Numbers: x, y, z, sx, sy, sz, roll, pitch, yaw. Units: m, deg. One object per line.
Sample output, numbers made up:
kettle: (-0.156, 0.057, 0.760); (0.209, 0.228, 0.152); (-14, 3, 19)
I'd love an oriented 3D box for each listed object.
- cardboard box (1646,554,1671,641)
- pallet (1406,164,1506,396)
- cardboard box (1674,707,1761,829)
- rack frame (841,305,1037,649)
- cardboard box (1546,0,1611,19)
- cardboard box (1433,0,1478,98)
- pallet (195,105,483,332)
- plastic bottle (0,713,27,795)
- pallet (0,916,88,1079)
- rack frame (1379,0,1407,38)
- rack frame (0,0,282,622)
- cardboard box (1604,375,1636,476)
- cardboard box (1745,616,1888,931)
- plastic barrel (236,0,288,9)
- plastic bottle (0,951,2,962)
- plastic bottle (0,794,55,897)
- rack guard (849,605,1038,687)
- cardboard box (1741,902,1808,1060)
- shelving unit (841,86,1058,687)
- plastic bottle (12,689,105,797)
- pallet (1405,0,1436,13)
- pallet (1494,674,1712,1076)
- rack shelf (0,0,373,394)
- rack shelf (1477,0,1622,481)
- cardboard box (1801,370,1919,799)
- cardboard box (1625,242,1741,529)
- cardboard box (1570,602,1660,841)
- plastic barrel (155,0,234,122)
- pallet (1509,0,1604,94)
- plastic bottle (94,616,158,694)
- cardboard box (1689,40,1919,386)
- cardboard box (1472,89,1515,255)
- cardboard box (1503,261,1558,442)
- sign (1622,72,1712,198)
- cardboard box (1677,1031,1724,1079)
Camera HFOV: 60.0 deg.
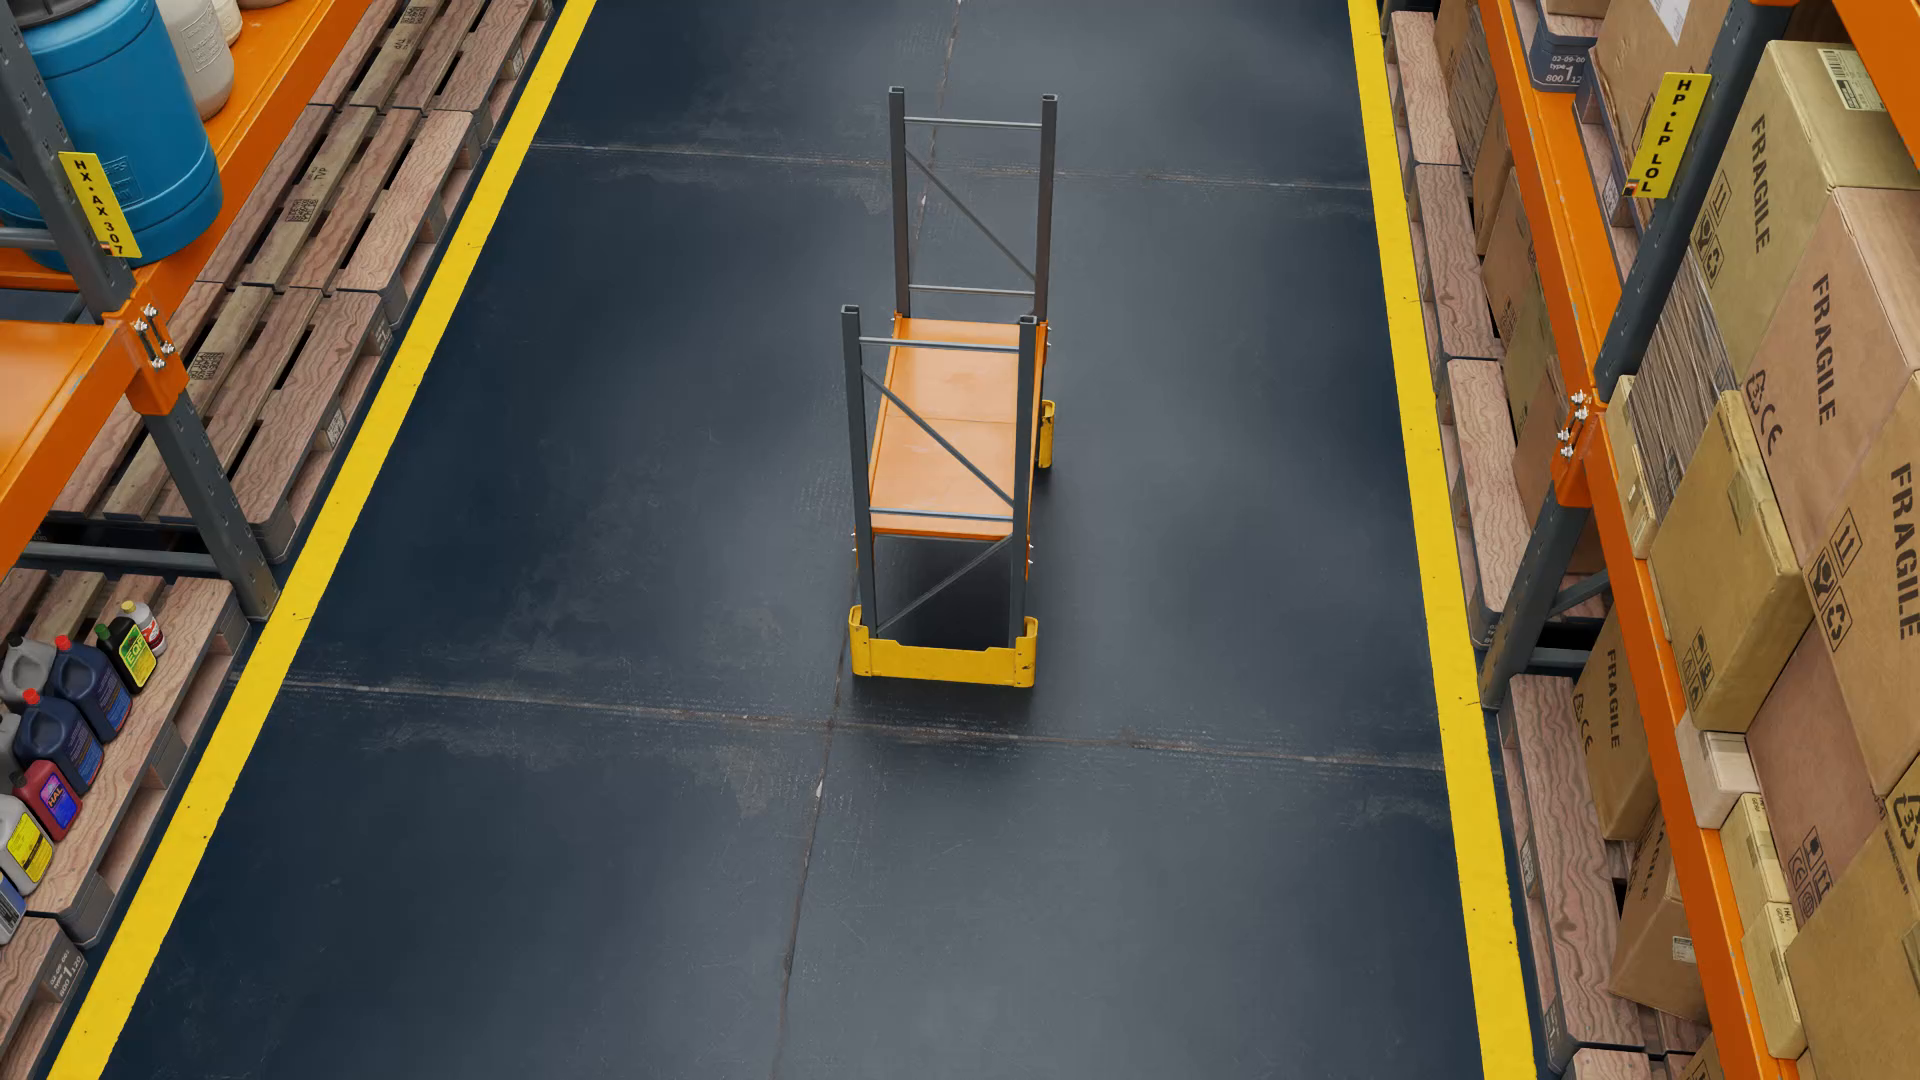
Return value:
cardboard box: (1.802, 0.104, 3.792); (0.380, 0.149, 0.250); (4, 48, 4)
pallet: (2.330, -1.017, 6.537); (1.003, 0.211, 1.213); (4, 48, 4)
cardboard box: (1.724, 0.469, 3.458); (0.380, 0.149, 0.250); (4, 48, 4)
rack frame: (-0.054, -0.070, 4.798); (0.500, 1.500, 0.032); (4, 48, 4)
cardboard box: (2.218, -1.943, 5.140); (0.797, 0.503, 0.637); (8, 48, 8)
cardboard box: (2.475, -2.237, 7.159); (0.700, 0.500, 0.500); (2, 48, 1)
pallet: (-2.639, -1.357, 6.848); (1.003, 0.211, 1.213); (4, 48, 4)
plastic bottle: (-2.720, 0.593, 4.722); (0.152, 0.276, 0.135); (4, 48, 4)
pallet: (-2.992, 1.511, 4.225); (1.003, 0.211, 1.213); (4, 48, 4)
rack frame: (2.516, -3.426, 6.851); (1.000, 3.000, 0.127); (4, 48, 4)
rack frame: (-2.781, -0.820, 4.467); (1.000, 3.000, 0.127); (4, 48, 4)
cardboard box: (1.833, -0.264, 4.129); (0.380, 0.149, 0.250); (4, 48, 4)
cardboard box: (2.023, 0.445, 3.041); (0.875, 0.500, 0.500); (4, 48, 4)
plastic barrel: (-2.408, -2.093, 5.540); (0.433, 0.535, 0.433); (0, 48, 0)
plastic bottle: (-2.602, 1.055, 4.351); (0.097, 0.201, 0.097); (0, 48, 0)
plastic bottle: (-2.599, 0.797, 4.486); (0.144, 0.351, 0.185); (4, 48, 3)
rack guard: (-0.052, 0.338, 5.272); (0.587, 0.250, 0.087); (4, 48, 4)
cardboard box: (1.709, 0.839, 3.120); (0.380, 0.149, 0.250); (4, 48, 4)
shelving unit: (-0.007, -0.450, 5.145); (0.587, 1.500, 1.083); (4, 48, 4)
plastic bottle: (-2.570, 0.559, 4.703); (0.144, 0.351, 0.185); (2, 48, 2)
pallet: (2.663, -3.059, 8.405); (1.003, 0.211, 1.213); (4, 48, 4)
pallet: (2.126, 0.950, 4.738); (1.003, 0.211, 1.213); (4, 48, 4)
rack shelf: (-2.598, -2.047, 6.077); (1.077, 0.370, 4.000); (4, 48, 4)
rack shelf: (2.334, -1.714, 5.772); (1.077, 0.370, 4.000); (4, 48, 4)
cardboard box: (1.767, 0.090, 2.688); (0.500, 0.500, 0.500); (4, 48, 4)
cardboard box: (2.049, -0.294, 3.717); (0.875, 0.500, 0.500); (4, 48, 4)
cardboard box: (2.075, 0.506, 4.663); (0.500, 0.500, 0.500); (3, 48, 2)
plastic barrel: (-2.475, -1.554, 5.046); (0.433, 0.535, 0.433); (0, 48, 0)
pallet: (2.377, -1.904, 5.589); (1.003, 0.211, 1.213); (4, 48, 4)
plastic bottle: (-2.496, 0.324, 4.963); (0.061, 0.283, 0.133); (6, 48, 5)
cardboard box: (1.857, -0.645, 3.360); (0.500, 0.500, 0.500); (4, 48, 4)
cardboard box: (2.392, -1.412, 6.404); (0.700, 0.500, 0.500); (7, 48, 7)
cardboard box: (2.291, -0.591, 5.653); (0.700, 0.500, 0.500); (4, 48, 3)
sign: (1.599, -0.912, 3.767); (0.100, 0.325, 0.005); (4, 48, 4)
cardboard box: (2.052, 1.389, 3.856); (0.500, 0.500, 0.500); (0, 48, 0)
